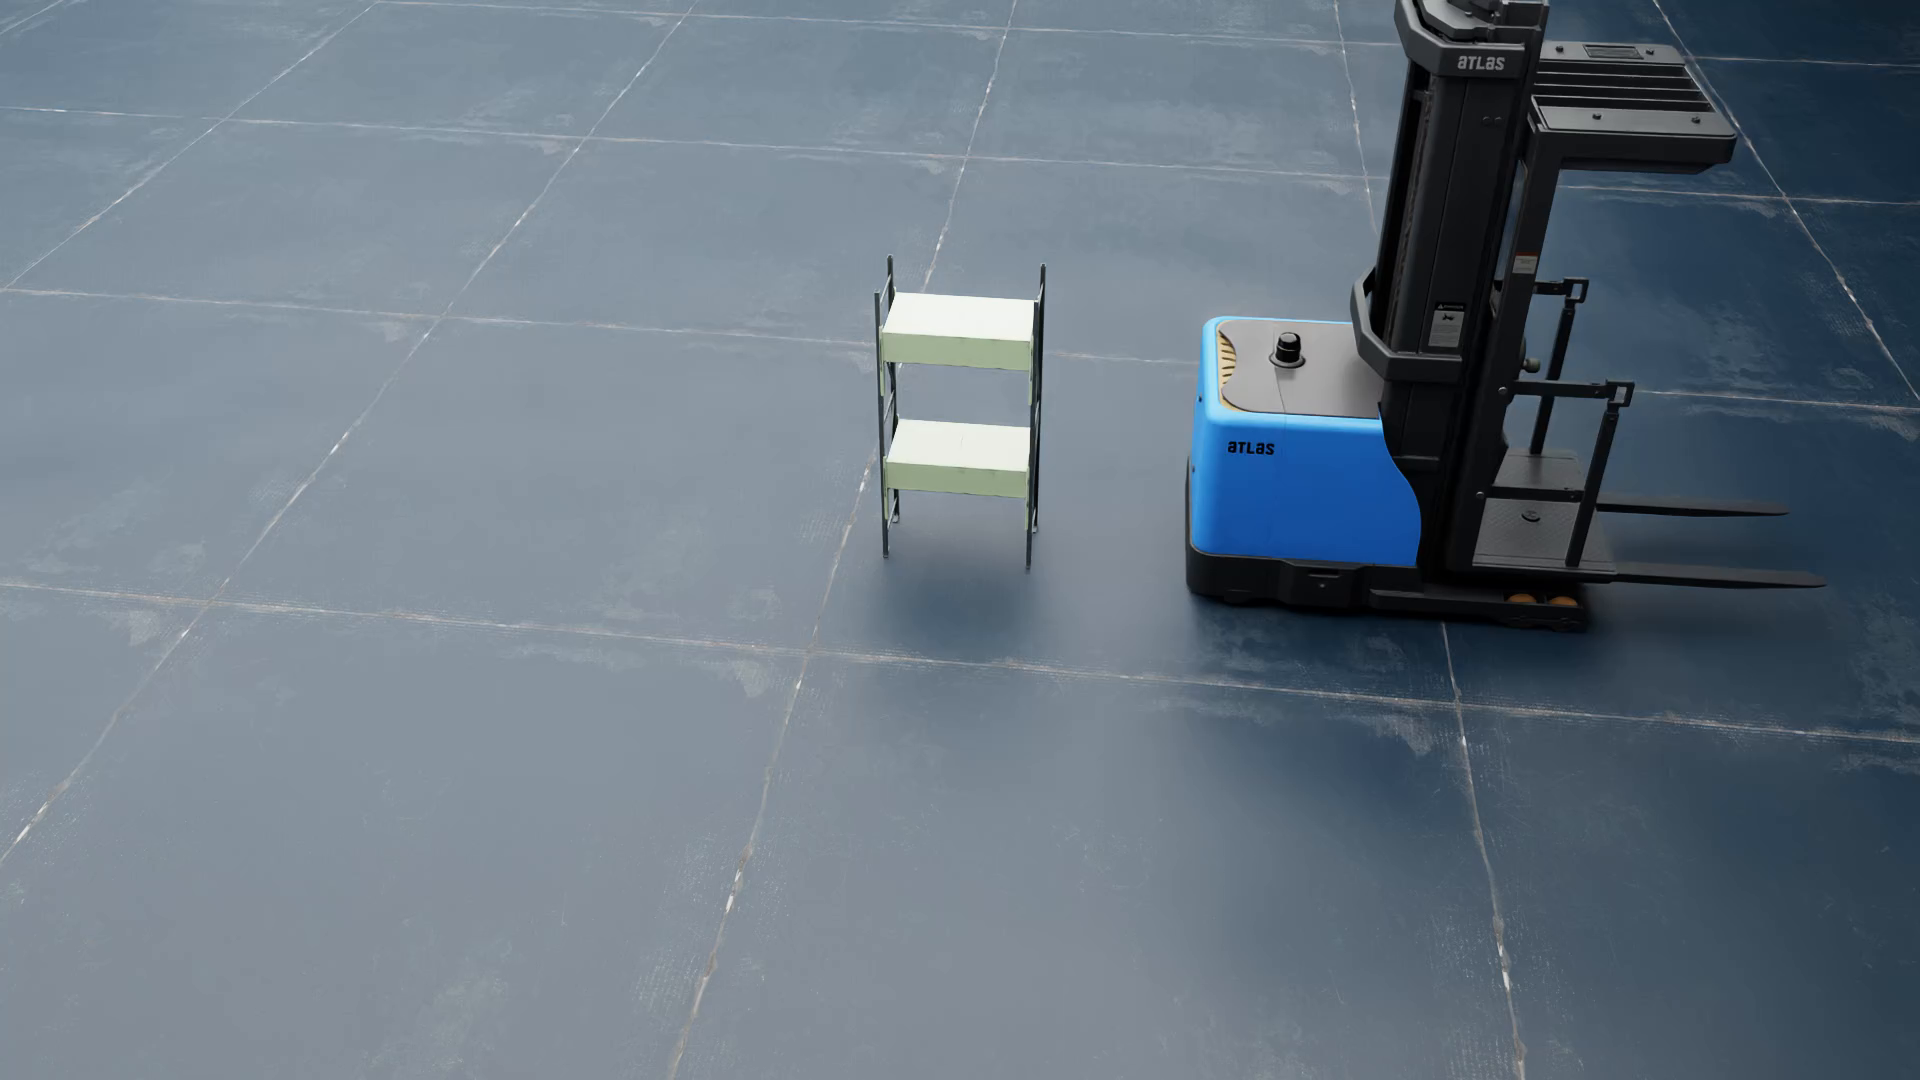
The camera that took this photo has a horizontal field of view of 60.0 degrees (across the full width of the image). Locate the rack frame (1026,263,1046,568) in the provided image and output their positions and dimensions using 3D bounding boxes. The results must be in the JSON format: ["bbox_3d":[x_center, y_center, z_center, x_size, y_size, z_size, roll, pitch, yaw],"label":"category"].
[{"bbox_3d":[0.370,-0.583,8.133,0.023,1.500,0.400,4,36,6],"label":"rack frame"}]

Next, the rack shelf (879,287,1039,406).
[{"bbox_3d":[0.007,-0.928,7.944,0.720,0.370,0.431,4,36,6],"label":"rack shelf"}]

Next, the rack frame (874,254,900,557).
[{"bbox_3d":[-0.356,-0.637,8.209,0.023,1.500,0.400,4,36,6],"label":"rack frame"}]

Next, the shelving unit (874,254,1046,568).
[{"bbox_3d":[0.007,-0.610,8.171,0.755,1.500,0.431,4,36,6],"label":"shelving unit"}]

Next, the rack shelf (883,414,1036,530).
[{"bbox_3d":[0.007,-0.345,8.360,0.720,0.370,0.431,4,36,6],"label":"rack shelf"}]

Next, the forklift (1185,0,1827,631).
[{"bbox_3d":[2.666,-1.083,7.601,3.031,2.935,1.130,4,36,5],"label":"forklift"}]
